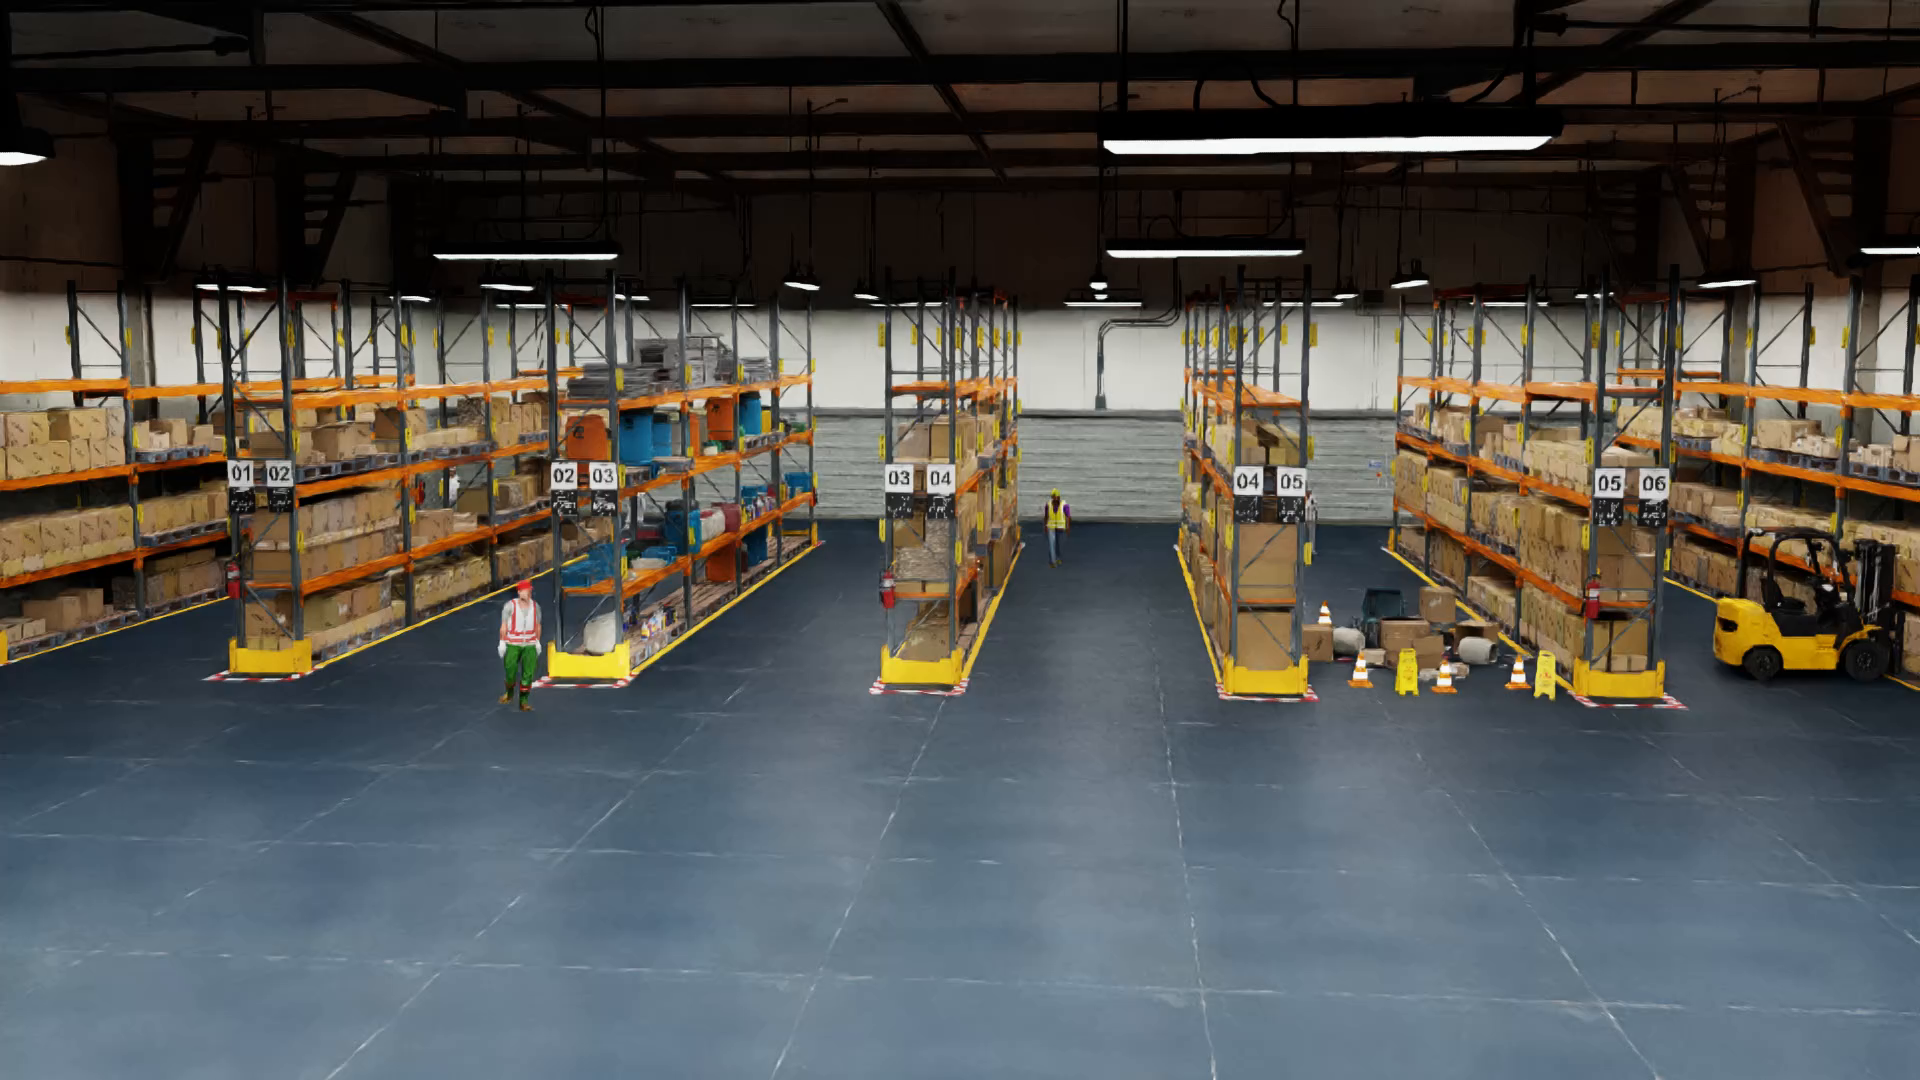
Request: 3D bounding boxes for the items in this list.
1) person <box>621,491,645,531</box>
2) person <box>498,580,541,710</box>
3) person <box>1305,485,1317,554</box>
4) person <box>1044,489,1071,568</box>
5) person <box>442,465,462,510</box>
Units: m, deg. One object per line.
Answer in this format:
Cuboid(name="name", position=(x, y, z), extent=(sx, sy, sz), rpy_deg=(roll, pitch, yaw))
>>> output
Cuboid(name="person", position=(-8.456, -1.114, 43.097), extent=(0.472, 1.790, 0.692), rpy_deg=(6, 9, 43))
Cuboid(name="person", position=(-5.953, 1.402, 22.476), extent=(0.590, 1.777, 0.577), rpy_deg=(-4, 8, -29))
Cuboid(name="person", position=(8.068, -0.493, 38.642), extent=(0.456, 1.589, 1.088), rpy_deg=(1, 7, 8))
Cuboid(name="person", position=(2.132, -0.274, 36.474), extent=(0.583, 1.716, 1.043), rpy_deg=(0, 7, 4))
Cuboid(name="person", position=(-13.032, -1.078, 42.822), extent=(0.582, 1.753, 0.772), rpy_deg=(6, 9, 41))
